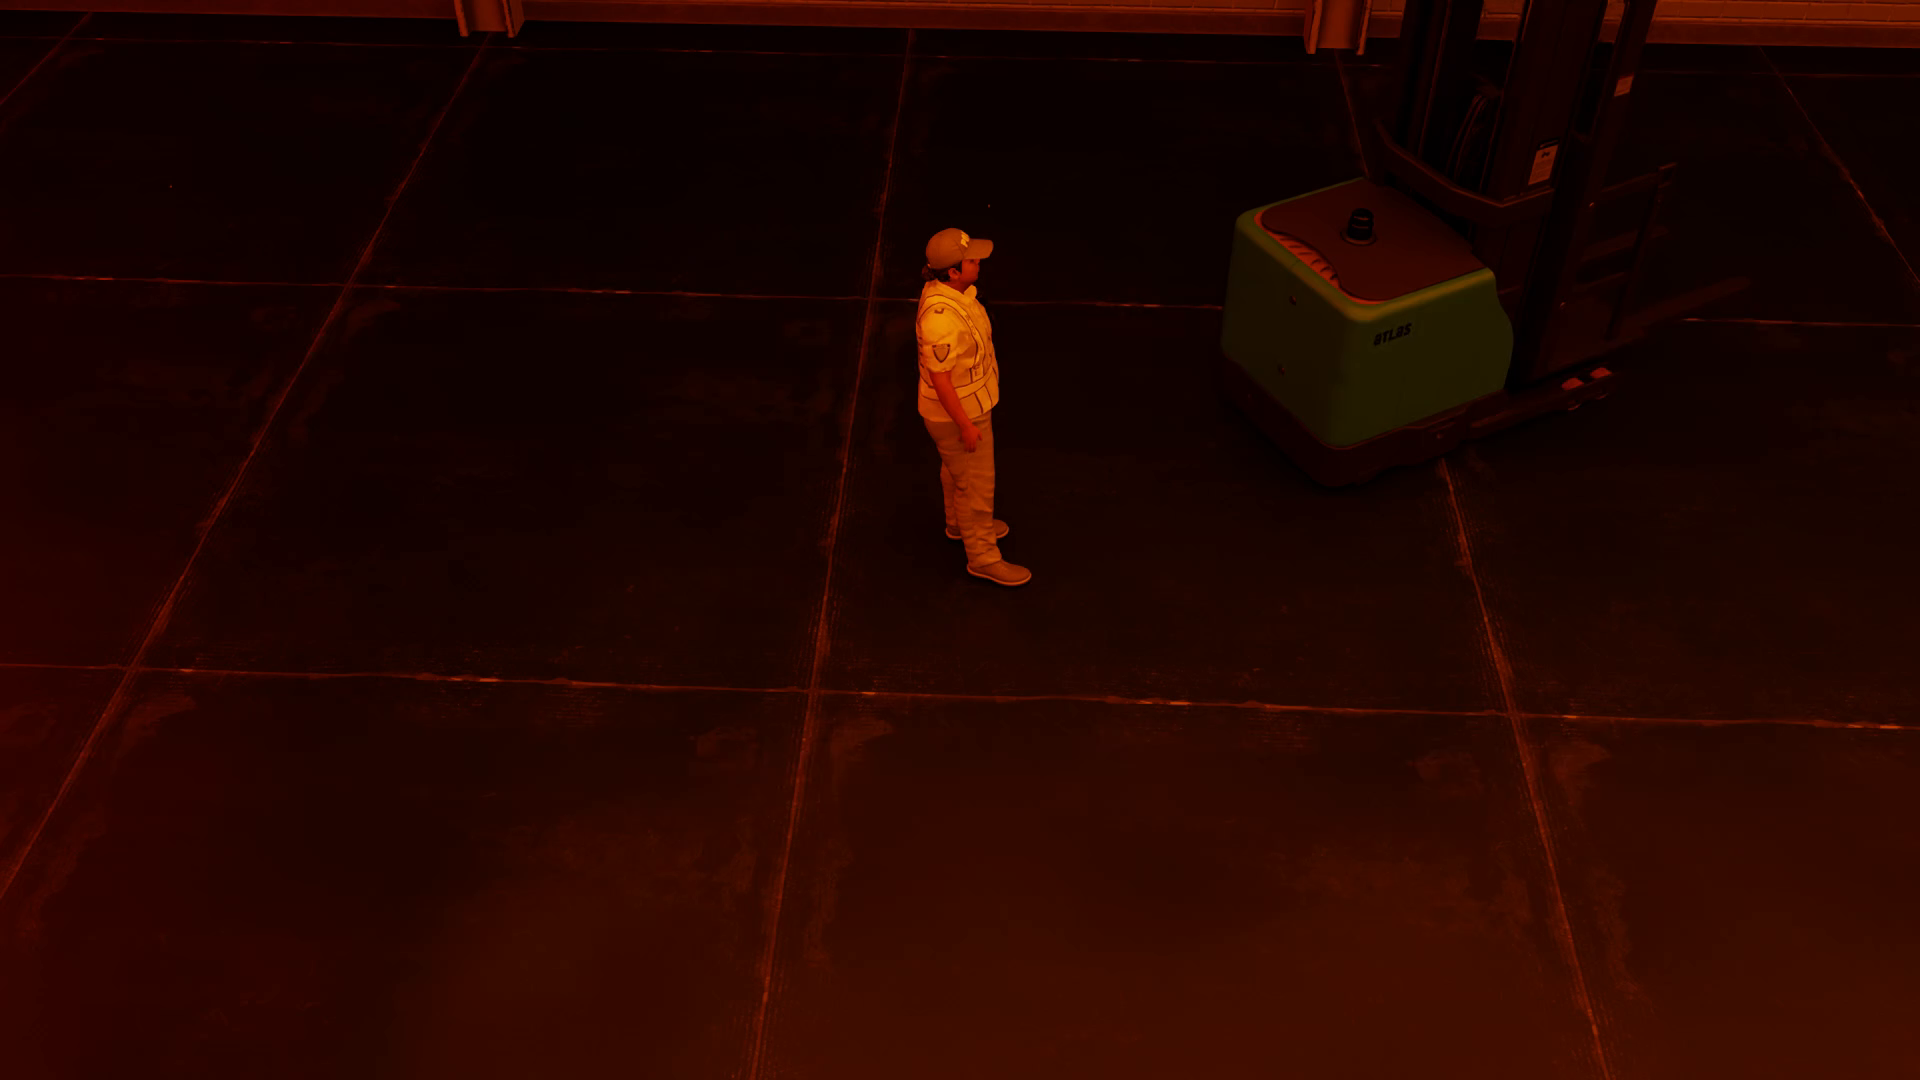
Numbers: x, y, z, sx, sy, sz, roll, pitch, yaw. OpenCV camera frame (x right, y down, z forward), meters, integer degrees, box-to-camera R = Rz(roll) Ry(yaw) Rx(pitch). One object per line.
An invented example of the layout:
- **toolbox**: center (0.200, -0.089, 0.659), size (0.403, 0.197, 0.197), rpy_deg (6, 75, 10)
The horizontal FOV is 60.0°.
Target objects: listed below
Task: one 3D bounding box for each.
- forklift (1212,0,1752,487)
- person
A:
- **forklift**: center (2.865, -2.053, 7.991), size (3.031, 2.935, 1.130), rpy_deg (-20, 46, -20)
- **person**: center (0.075, -0.604, 7.329), size (0.529, 1.670, 0.598), rpy_deg (2, 42, 2)
